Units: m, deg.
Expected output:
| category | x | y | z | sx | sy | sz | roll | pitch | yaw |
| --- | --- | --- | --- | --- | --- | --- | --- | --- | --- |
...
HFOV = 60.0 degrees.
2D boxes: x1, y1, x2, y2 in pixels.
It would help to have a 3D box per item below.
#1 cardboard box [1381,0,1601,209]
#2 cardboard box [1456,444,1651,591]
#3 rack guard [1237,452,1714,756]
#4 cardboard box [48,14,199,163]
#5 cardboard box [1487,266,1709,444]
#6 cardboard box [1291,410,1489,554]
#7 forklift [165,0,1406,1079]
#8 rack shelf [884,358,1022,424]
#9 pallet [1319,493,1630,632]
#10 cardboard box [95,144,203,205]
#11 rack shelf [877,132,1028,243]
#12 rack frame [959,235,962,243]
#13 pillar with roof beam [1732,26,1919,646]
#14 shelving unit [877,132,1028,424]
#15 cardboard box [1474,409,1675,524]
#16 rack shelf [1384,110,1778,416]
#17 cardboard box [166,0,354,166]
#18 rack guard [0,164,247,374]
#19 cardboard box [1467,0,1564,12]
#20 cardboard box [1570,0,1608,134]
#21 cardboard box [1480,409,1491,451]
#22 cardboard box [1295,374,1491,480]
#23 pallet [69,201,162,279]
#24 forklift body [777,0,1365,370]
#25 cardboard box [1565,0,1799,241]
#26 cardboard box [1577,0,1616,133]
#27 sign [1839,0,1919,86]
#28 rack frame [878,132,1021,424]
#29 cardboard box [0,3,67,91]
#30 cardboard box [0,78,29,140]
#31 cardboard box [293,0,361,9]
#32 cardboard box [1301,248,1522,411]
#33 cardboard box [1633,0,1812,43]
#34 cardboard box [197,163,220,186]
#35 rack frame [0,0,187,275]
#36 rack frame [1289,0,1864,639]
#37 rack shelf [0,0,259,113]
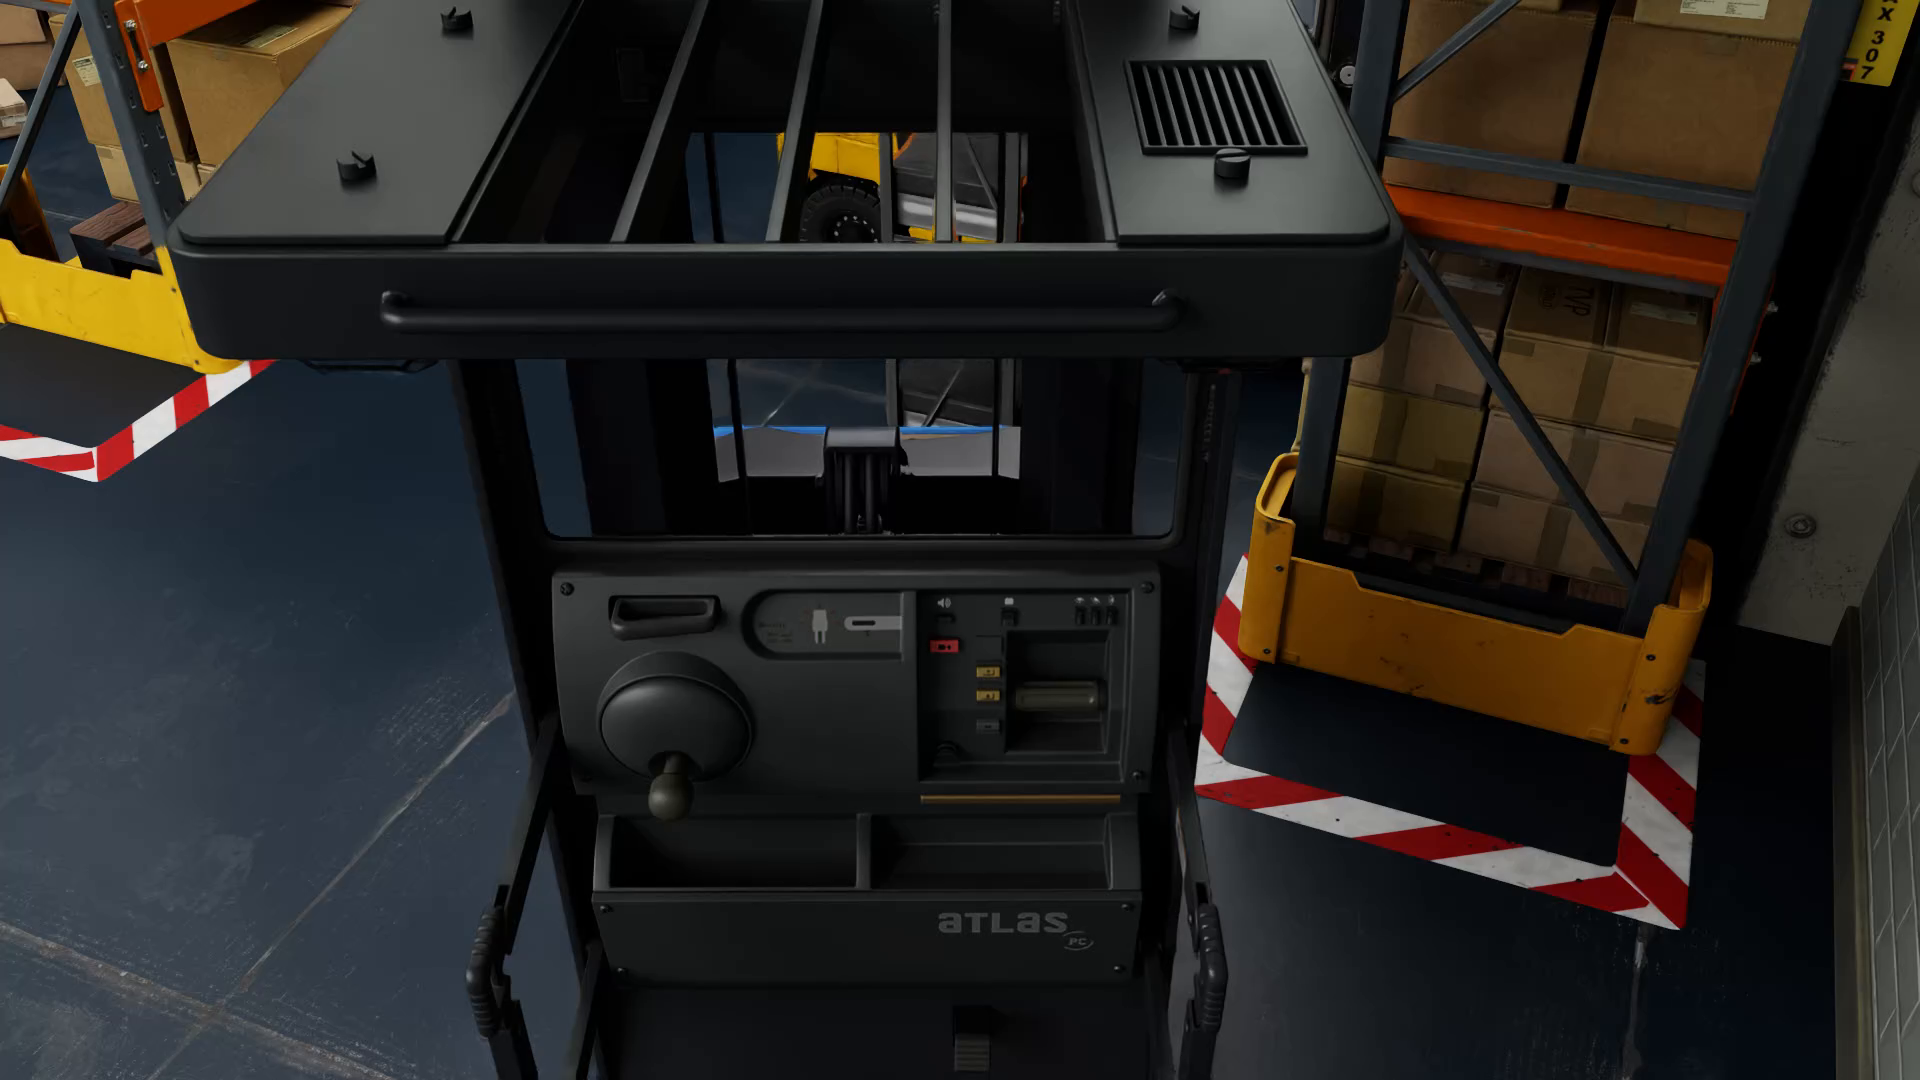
| category | x | y | z | sx | sy | sz | roll | pitch | yaw |
| --- | --- | --- | --- | --- | --- | --- | --- | --- | --- |
| cardboard box | 1.348 | -1.222 | 4.296 | 0.500 | 0.500 | 0.500 | 13 | 39 | 17 |
| cardboard box | 1.771 | -0.144 | 4.883 | 0.500 | 0.250 | 0.500 | 14 | 39 | 18 |
| rack guard | 1.394 | 0.165 | 4.612 | 1.175 | 0.500 | 0.348 | 14 | 39 | 18 |
| cardboard box | -3.125 | -1.849 | 6.537 | 0.500 | 0.500 | 0.500 | 14 | 39 | 18 |
| cardboard box | 1.761 | -0.540 | 4.578 | 0.500 | 0.250 | 0.500 | 13 | 39 | 17 |
| cardboard box | 1.290 | -0.249 | 5.023 | 0.500 | 0.250 | 0.500 | 14 | 39 | 18 |
| forklift | -0.154 | 0.299 | 2.402 | 1.130 | 2.935 | 3.031 | 0 | 37 | 0 |
| rack shelf | 0.063 | -0.361 | 5.171 | 0.431 | 0.518 | 0.480 | 14 | 39 | 18 |
| pallet | 1.656 | -0.166 | 5.295 | 1.003 | 0.211 | 1.213 | 14 | 39 | 18 |
| cardboard box | -3.120 | -1.567 | 6.787 | 0.500 | 0.250 | 0.500 | 14 | 39 | 18 |
| rack shelf | 0.063 | -0.922 | 4.752 | 0.431 | 0.518 | 0.480 | 14 | 39 | 18 |
| rack frame | 0.156 | -1.068 | 4.925 | 0.400 | 2.100 | 0.015 | 14 | 39 | 18 |
| pillar with roof beam | -1.479 | -4.414 | 3.638 | 9.100 | 9.000 | 0.400 | 14 | 39 | 18 |
| shelving unit | 0.063 | -0.933 | 4.744 | 0.431 | 2.100 | 0.503 | 14 | 39 | 18 |
| cardboard box | 1.775 | -0.330 | 4.714 | 0.500 | 0.250 | 0.500 | 15 | 39 | 19 |
| rack shelf | 2.165 | -1.669 | 5.578 | 1.077 | 0.370 | 4.000 | 14 | 39 | 18 |
| cardboard box | -2.617 | -1.743 | 6.395 | 0.500 | 0.500 | 0.500 | 13 | 39 | 16 |
| rack guard | -3.159 | -1.019 | 6.196 | 1.175 | 0.500 | 0.348 | 14 | 39 | 18 |
| cardboard box | 1.276 | -1.405 | 3.999 | 0.380 | 0.149 | 0.250 | 14 | 39 | 18 |
| cardboard box | 1.554 | -1.507 | 4.678 | 0.500 | 0.500 | 0.500 | 15 | 39 | 19 |
| cardboard box | 1.488 | -0.522 | 5.389 | 0.500 | 0.250 | 0.500 | 14 | 39 | 18 |
| cardboard box | 1.300 | -0.458 | 4.885 | 0.500 | 0.250 | 0.500 | 13 | 39 | 17 |
| pallet | -2.817 | -1.345 | 6.874 | 1.003 | 0.211 | 1.213 | 14 | 39 | 18 |
| forklift body | 0.438 | -1.975 | 6.096 | 2.313 | 2.155 | 1.214 | 14 | 39 | 18 |
| cardboard box | 1.849 | -1.101 | 4.134 | 0.500 | 0.500 | 0.500 | 15 | 39 | 19 |
| cardboard box | 2.027 | -1.394 | 4.526 | 0.500 | 0.500 | 0.500 | 15 | 39 | 19 |
| sign | 1.915 | -1.098 | 3.425 | 0.100 | 0.325 | 0.005 | 14 | 39 | 18 |
| rack frame | -0.030 | -0.798 | 4.563 | 0.400 | 2.100 | 0.015 | 14 | 39 | 18 |
| cardboard box | -4.861 | -2.528 | 8.211 | 0.797 | 0.503 | 0.637 | -11 | 38 | -14 |
| cardboard box | -4.558 | -2.022 | 7.831 | 0.250 | 0.149 | 0.380 | -25 | 43 | -29 |
| cardboard box | -2.422 | -2.033 | 6.784 | 0.500 | 0.500 | 0.500 | 12 | 39 | 16 |
| cardboard box | 1.290 | -0.643 | 4.716 | 0.500 | 0.250 | 0.500 | 15 | 39 | 19 |
| cardboard box | 1.773 | -1.278 | 3.829 | 0.380 | 0.149 | 0.250 | 13 | 39 | 17 |
| cardboard box | -2.626 | -1.429 | 6.602 | 0.500 | 0.250 | 0.500 | 14 | 39 | 17 |
| rack frame | -3.188 | -1.978 | 5.391 | 1.000 | 3.000 | 0.127 | 14 | 39 | 18 |
| rack frame | 1.404 | -0.850 | 3.881 | 1.000 | 3.000 | 0.127 | 14 | 39 | 18 |
| rack shelf | -2.427 | -2.798 | 7.088 | 1.077 | 0.370 | 4.000 | 14 | 39 | 18 |
